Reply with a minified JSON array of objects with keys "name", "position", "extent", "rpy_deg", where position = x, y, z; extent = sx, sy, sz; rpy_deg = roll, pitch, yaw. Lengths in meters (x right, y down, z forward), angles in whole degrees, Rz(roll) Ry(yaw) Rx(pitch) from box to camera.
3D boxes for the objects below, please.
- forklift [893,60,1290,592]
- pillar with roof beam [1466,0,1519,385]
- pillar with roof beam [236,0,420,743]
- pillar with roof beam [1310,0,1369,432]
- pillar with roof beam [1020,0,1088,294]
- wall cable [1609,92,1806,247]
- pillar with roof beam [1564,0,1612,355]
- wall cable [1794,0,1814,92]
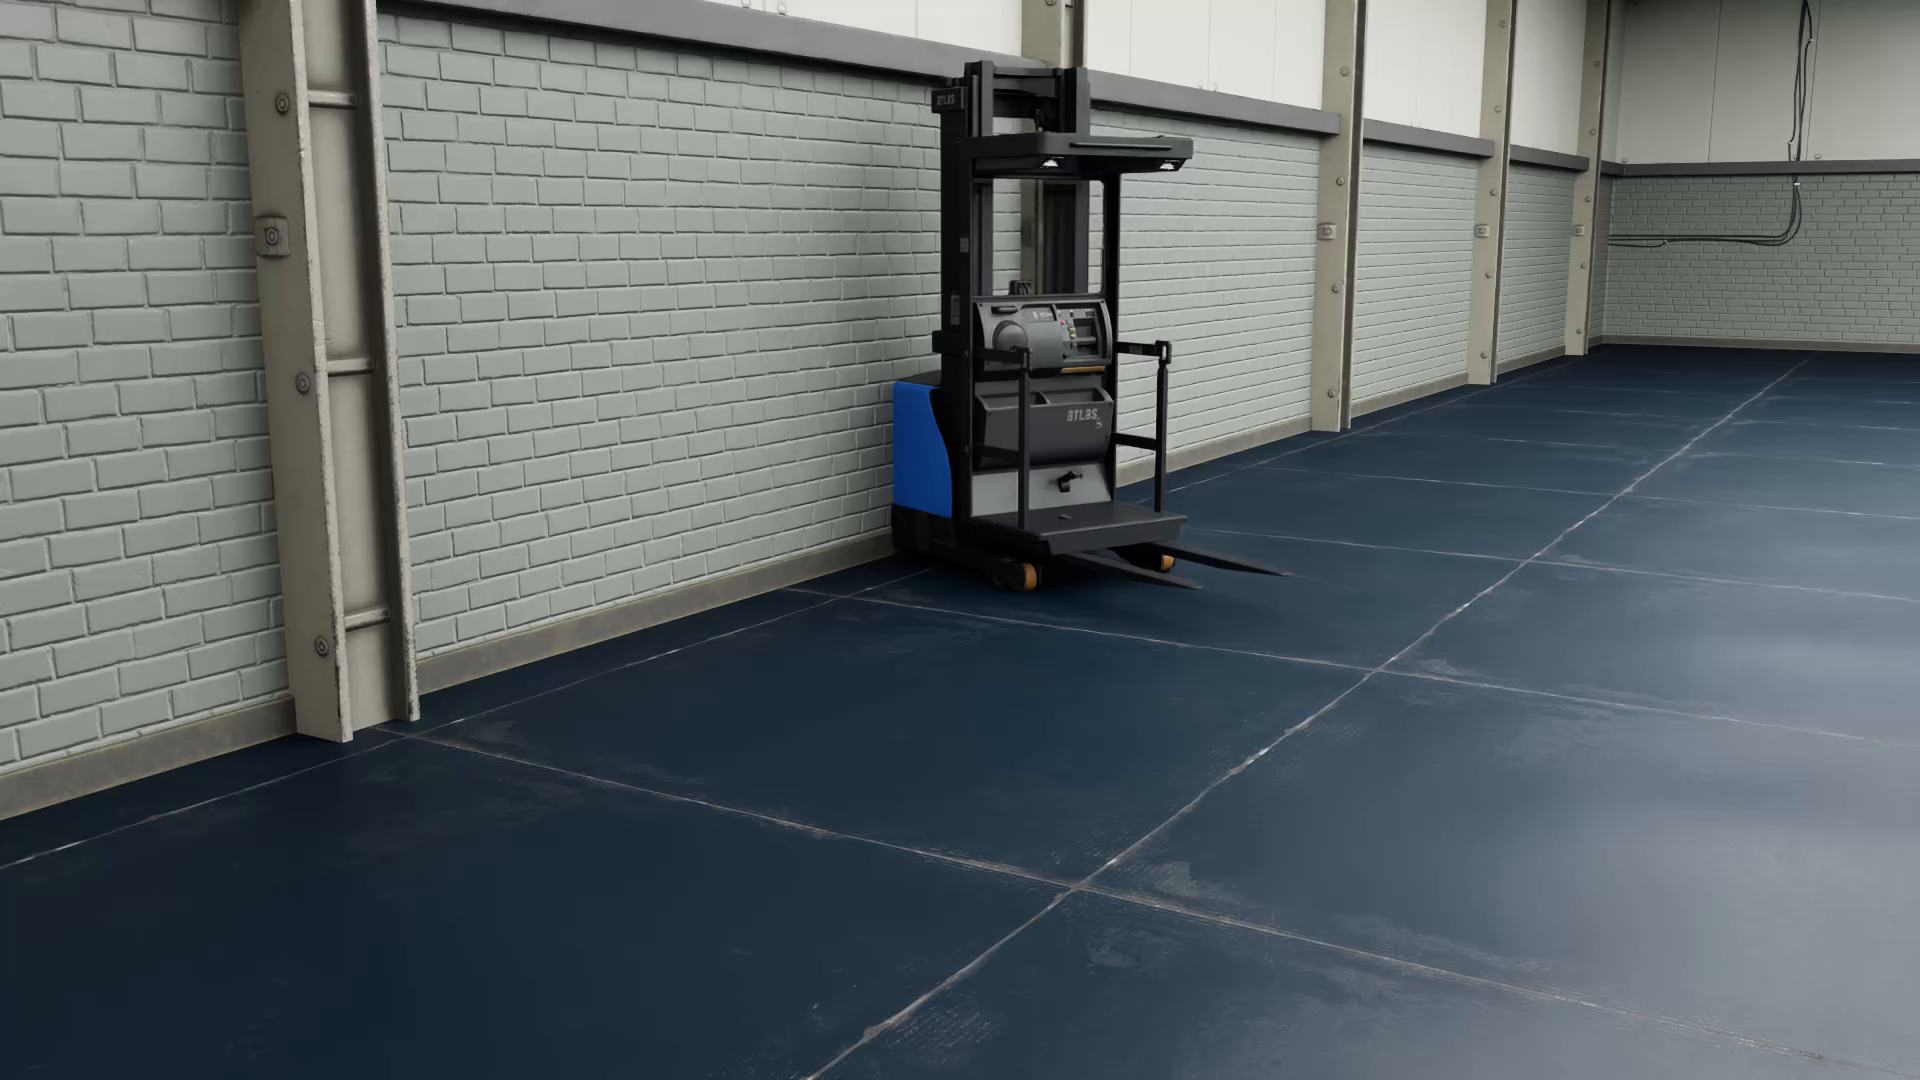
[{"name":"forklift","position":[0.619,-1.245,9.555],"extent":[1.130,2.935,3.031],"rpy_deg":[-7,13,-33]},{"name":"pillar with roof beam","position":[10.550,-6.086,18.922],"extent":[9.100,9.000,0.400],"rpy_deg":[6,12,31]},{"name":"pillar with roof beam","position":[1.205,-3.255,3.801],"extent":[9.100,9.000,0.400],"rpy_deg":[6,12,31]},{"name":"pillar with roof beam","position":[7.435,-5.142,13.881],"extent":[9.100,9.000,0.400],"rpy_deg":[6,12,31]},{"name":"pillar with roof beam","position":[4.320,-4.199,8.841],"extent":[9.100,9.000,0.400],"rpy_deg":[6,12,31]},{"name":"wall cable","position":[12.646,-6.251,28.245],"extent":[3.097,2.526,0.112],"rpy_deg":[6,12,31]},{"name":"pillar with roof beam","position":[13.666,-7.029,23.962],"extent":[9.100,9.000,0.400],"rpy_deg":[6,12,31]},{"name":"wall cable","position":[14.958,-8.475,26.400],"extent":[3.097,2.526,0.112],"rpy_deg":[6,12,31]}]
